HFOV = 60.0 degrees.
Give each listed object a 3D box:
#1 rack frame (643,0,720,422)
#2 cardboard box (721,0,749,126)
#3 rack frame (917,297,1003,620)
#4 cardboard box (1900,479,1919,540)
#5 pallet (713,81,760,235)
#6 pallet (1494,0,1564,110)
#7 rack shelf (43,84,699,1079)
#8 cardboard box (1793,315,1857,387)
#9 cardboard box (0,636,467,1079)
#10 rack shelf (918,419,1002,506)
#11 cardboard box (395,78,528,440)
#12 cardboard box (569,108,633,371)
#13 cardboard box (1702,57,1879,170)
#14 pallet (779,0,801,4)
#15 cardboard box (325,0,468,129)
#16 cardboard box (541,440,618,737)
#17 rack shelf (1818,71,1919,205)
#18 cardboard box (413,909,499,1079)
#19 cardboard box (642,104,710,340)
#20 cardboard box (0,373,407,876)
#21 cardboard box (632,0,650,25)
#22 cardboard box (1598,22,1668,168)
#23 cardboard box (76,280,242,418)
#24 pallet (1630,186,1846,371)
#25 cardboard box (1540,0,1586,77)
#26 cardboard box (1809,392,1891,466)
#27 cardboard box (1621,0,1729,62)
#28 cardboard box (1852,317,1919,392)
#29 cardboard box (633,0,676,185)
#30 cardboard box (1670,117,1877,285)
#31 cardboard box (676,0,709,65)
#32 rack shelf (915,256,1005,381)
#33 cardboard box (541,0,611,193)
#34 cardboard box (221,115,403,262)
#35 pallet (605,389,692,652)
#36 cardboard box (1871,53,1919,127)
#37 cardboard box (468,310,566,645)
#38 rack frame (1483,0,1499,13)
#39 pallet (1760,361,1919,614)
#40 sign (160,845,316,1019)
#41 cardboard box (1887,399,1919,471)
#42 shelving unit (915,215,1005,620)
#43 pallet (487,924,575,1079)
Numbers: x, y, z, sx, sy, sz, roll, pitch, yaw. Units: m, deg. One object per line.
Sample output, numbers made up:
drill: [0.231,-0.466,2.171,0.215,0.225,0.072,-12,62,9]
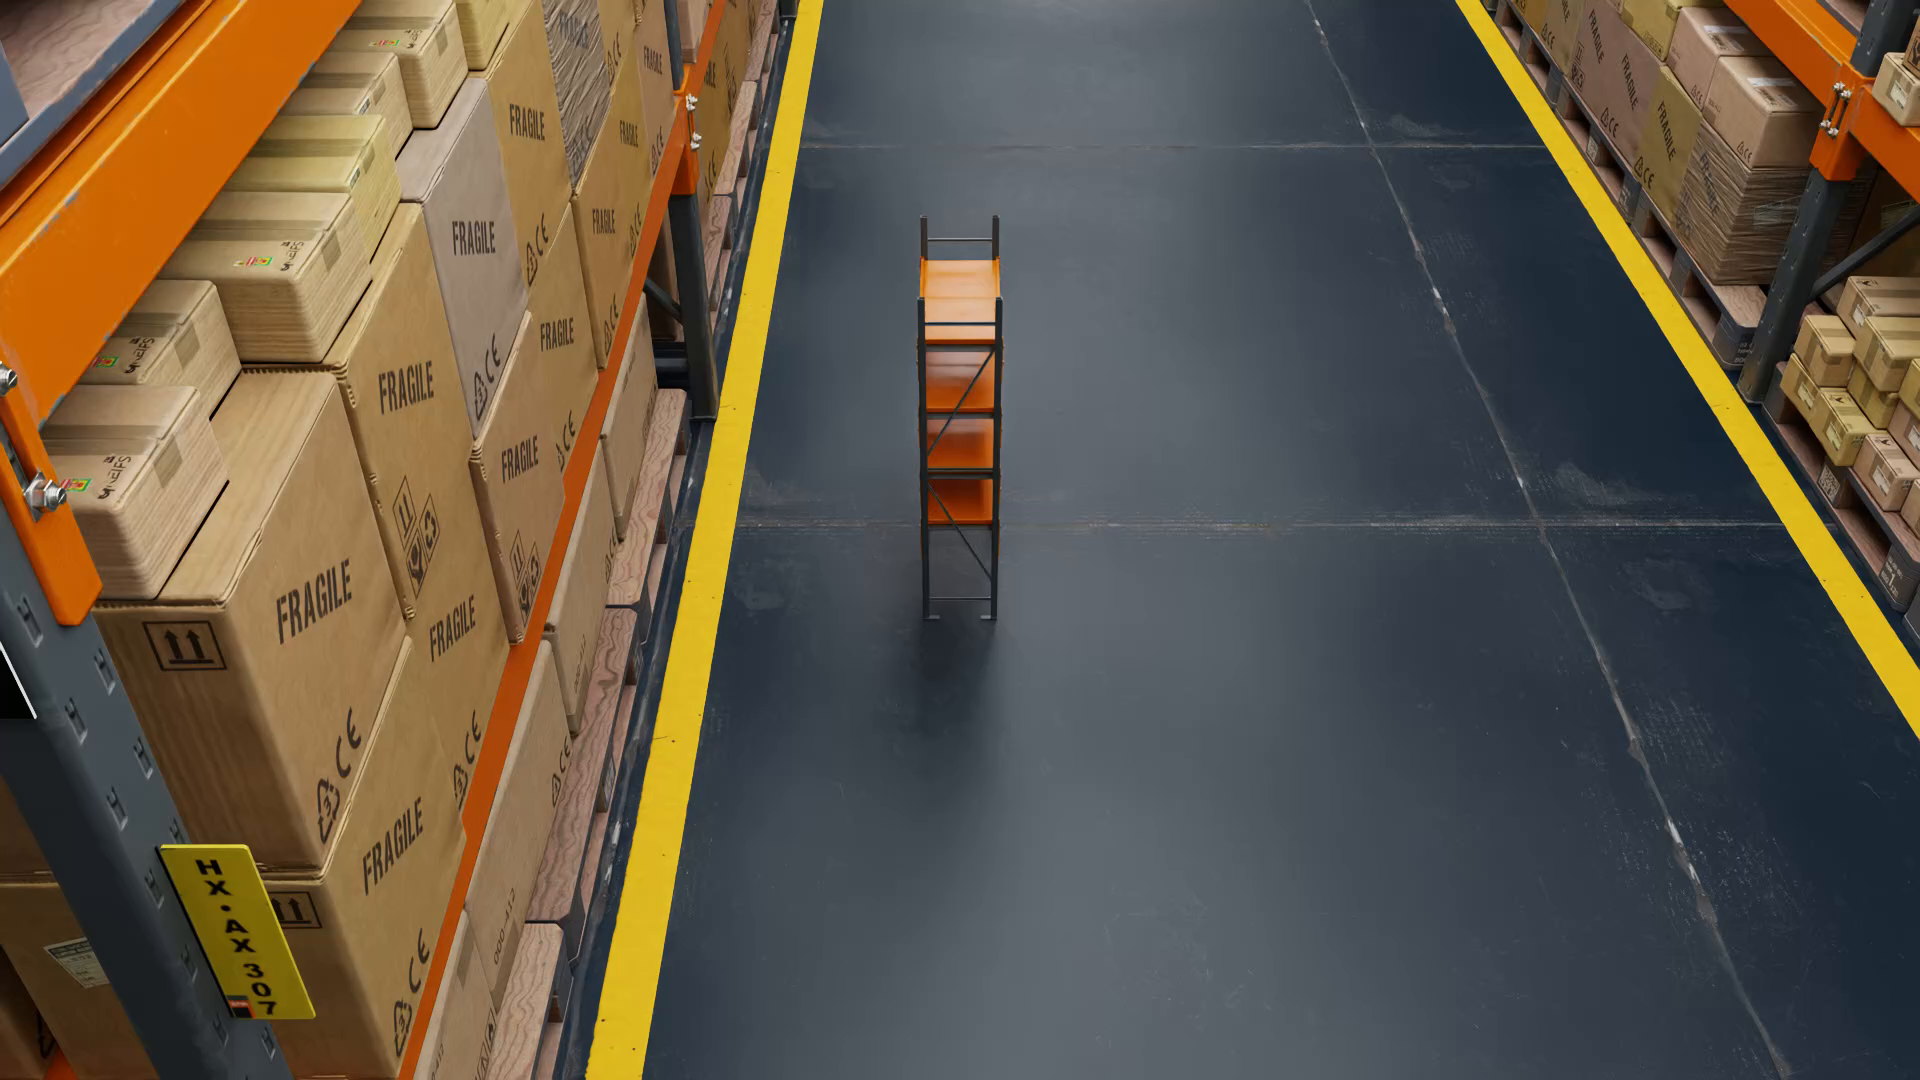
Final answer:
rack frame: [-1.424,-1.659,5.422,1.000,3.000,0.127,0,39,0]
cardboard box: [-1.514,-2.506,7.841,0.875,0.875,0.875,0,39,1]
rack frame: [0.000,-0.212,5.055,0.240,1.200,0.015,0,39,0]
cardboard box: [3.308,-0.069,5.381,0.380,0.149,0.250,-1,39,-1]
pallet: [-1.505,-1.818,7.850,1.003,0.211,1.213,0,39,0]
pallet: [3.521,-2.651,8.889,1.003,0.211,1.213,0,39,0]
rack shelf: [-1.422,-0.128,4.086,1.077,0.370,4.000,0,39,0]
cardboard box: [3.206,-0.667,5.889,0.380,0.149,0.250,2,39,2]
cardboard box: [-1.133,0.503,2.644,0.500,0.500,0.500,0,39,0]
rack shelf: [0.000,-0.312,5.288,0.258,0.148,0.480,0,39,0]
cardboard box: [-1.151,-0.532,3.136,0.500,0.500,0.500,0,39,0]
cardboard box: [-1.147,-0.772,4.235,0.500,0.500,0.500,-1,39,-1]
cardboard box: [3.272,-1.673,6.502,0.500,0.250,0.500,-1,39,-1]
pallet: [-1.428,-3.561,10.025,1.003,0.211,1.213,0,39,0]
cardboard box: [-1.130,-0.874,3.043,0.380,0.149,0.250,0,39,0]
cardboard box: [-1.529,0.129,4.903,0.875,0.438,0.875,-1,39,-1]
rack shelf: [3.528,-0.195,4.169,1.077,0.370,4.000,0,39,0]
cardboard box: [-1.520,1.265,3.485,0.875,0.438,0.875,-1,39,-2]
cardboard box: [-1.505,-1.382,6.439,0.875,0.875,0.875,1,39,1]
cardboard box: [-1.135,0.113,2.331,0.500,0.500,0.500,-1,39,-1]
cardboard box: [-1.147,-1.794,4.710,0.500,0.500,0.500,0,39,0]
cardboard box: [3.277,-2.019,7.533,0.500,0.500,0.500,-1,39,-1]
cardboard box: [-1.215,-0.226,2.235,0.380,0.149,0.250,1,39,1]
pallet: [3.523,-1.125,6.985,1.003,0.211,1.213,0,39,0]
cardboard box: [3.271,-2.659,8.332,0.500,0.500,0.500,0,39,0]
cardboard box: [3.205,-0.383,5.773,0.380,0.149,0.250,1,39,1]
cardboard box: [3.270,-2.325,7.316,0.500,0.250,0.500,-2,39,-2]
cardboard box: [3.260,-0.622,5.595,0.380,0.149,0.250,2,39,2]
cardboard box: [-1.168,-1.408,5.029,0.500,0.500,0.500,0,39,0]
cardboard box: [3.273,-1.377,6.733,0.500,0.500,0.500,-1,39,-1]
cardboard box: [-1.161,-1.876,5.812,0.500,0.250,0.500,-1,39,-1]
rack shelf: [0.000,-0.671,5.000,0.258,0.148,0.480,0,39,0]
cardboard box: [-1.145,-1.158,3.917,0.500,0.500,0.500,0,39,1]
cardboard box: [-1.119,-0.553,2.644,0.380,0.149,0.250,-1,39,-2]
pallet: [-1.501,-0.096,5.700,1.003,0.211,1.213,0,39,0]
cardboard box: [3.199,-1.451,5.362,0.380,0.149,0.250,1,39,2]
cardboard box: [-1.144,-0.132,3.436,0.500,0.500,0.500,0,39,0]
rack frame: [3.521,-4.227,8.627,1.000,3.000,0.127,0,39,0]
pallet: [3.562,-0.218,5.853,1.003,0.211,1.213,0,39,0]
sign: [-0.865,0.477,2.001,0.100,0.325,0.005,0,39,0]
cardboard box: [3.333,-0.356,5.502,0.380,0.149,0.250,0,39,0]
shelving unit: [0.000,-0.365,5.246,0.258,1.200,0.503,0,39,0]
pallet: [-1.499,1.430,3.796,1.003,0.211,1.213,0,39,0]
